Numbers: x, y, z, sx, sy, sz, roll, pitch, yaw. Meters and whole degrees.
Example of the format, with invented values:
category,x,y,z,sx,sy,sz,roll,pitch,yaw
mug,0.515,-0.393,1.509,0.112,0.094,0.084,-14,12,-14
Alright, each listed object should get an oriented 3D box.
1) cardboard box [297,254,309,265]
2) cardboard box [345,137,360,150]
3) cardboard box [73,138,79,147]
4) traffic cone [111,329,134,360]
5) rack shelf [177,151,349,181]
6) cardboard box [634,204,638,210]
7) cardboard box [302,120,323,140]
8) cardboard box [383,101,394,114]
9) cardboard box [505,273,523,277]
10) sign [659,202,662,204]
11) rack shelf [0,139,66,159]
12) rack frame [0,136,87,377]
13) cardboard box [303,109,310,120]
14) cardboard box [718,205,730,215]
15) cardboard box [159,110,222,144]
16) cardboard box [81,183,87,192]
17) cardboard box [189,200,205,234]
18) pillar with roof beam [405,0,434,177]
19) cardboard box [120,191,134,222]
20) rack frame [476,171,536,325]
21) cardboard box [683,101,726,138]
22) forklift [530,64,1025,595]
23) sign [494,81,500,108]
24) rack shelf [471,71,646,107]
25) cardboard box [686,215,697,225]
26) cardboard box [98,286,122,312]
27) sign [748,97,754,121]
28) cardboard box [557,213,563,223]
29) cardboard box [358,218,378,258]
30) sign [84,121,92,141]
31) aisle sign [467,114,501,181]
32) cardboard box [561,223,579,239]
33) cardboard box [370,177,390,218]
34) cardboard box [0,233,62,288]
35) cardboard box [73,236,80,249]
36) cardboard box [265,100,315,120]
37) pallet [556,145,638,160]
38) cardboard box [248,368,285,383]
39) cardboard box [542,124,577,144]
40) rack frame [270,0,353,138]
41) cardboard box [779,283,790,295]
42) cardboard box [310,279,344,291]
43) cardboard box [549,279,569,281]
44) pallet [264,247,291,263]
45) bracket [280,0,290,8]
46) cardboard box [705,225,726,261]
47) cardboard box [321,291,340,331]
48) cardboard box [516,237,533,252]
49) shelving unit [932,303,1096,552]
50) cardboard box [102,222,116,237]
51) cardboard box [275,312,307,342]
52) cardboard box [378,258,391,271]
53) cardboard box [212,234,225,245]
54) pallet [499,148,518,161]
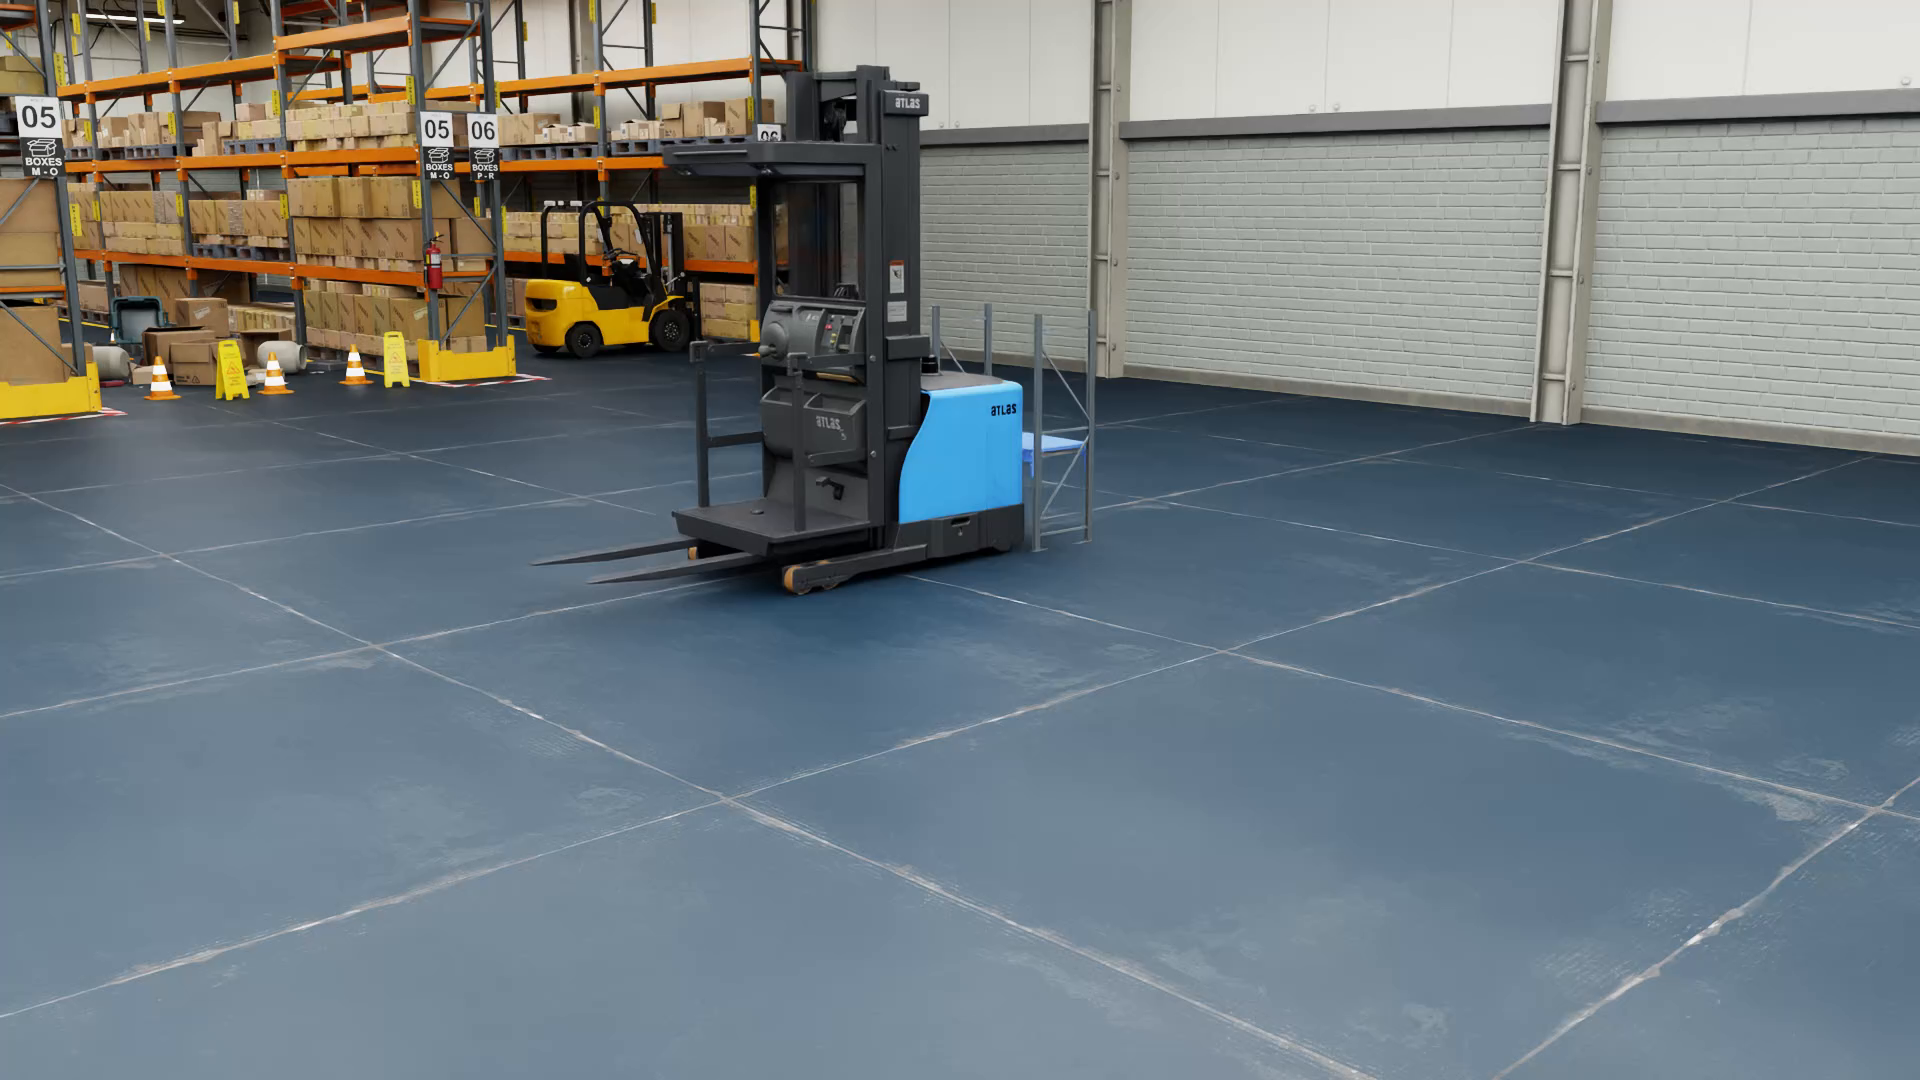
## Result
category,x,y,z,sx,sy,sz,roll,pitch,yaw
cardboard box,-8.855,-3.856,22.817,0.380,0.149,0.250,-11,16,-43
cardboard box,-7.620,-5.063,21.243,0.380,0.149,0.250,-11,16,-43
cardboard box,-15.221,-6.925,28.993,0.380,0.149,0.250,-10,16,-41
traffic cone,-11.633,-2.716,22.949,0.336,0.463,0.334,-11,16,-43
rack shelf,-10.222,-5.479,24.419,1.077,0.370,4.000,-11,16,-43
cardboard box,-4.820,-5.125,25.761,0.380,0.149,0.250,-11,16,-44
cardboard box,-8.372,-5.435,22.059,0.500,0.250,0.500,-11,16,-43
cardboard box,-6.866,-5.309,20.458,0.380,0.149,0.250,-11,16,-43
cardboard box,-8.151,-4.765,30.150,0.380,0.149,0.250,-10,15,-40
sign,-4.853,-5.302,26.873,0.100,0.325,0.005,-11,16,-43
rack shelf,-10.970,-4.190,18.166,1.077,0.370,4.000,-11,16,-43
rack frame,-9.589,-2.782,16.979,1.000,3.000,0.127,-11,16,-43
cardboard box,-8.483,-5.641,22.073,0.250,0.149,0.380,11,16,43
cardboard box,-3.284,-4.780,24.085,0.380,0.149,0.250,-10,16,-41
cardboard box,-11.973,-6.413,25.875,0.637,0.503,0.797,11,16,42
cardboard box,-15.265,-6.220,29.336,0.380,0.149,0.250,-11,16,-43
cardboard box,-11.460,-4.956,25.508,0.500,0.500,0.500,11,16,44
pillar with roof beam,-13.721,-8.495,29.845,9.100,9.000,0.400,-11,16,-43
cardboard box,-13.554,-5.528,27.583,0.500,0.500,0.500,11,16,44
rack frame,-8.016,-5.346,29.426,1.000,3.000,0.127,-11,16,-43
cardboard box,-3.608,-6.145,24.335,0.700,0.500,0.500,-11,16,-42
forklift,-1.030,-1.245,9.691,3.031,2.935,1.130,-10,15,-40
sign,-5.686,-5.459,20.375,0.100,0.325,0.005,-11,16,-43
rack shelf,-6.635,-7.444,27.516,1.077,0.370,4.000,-11,16,-43
cardboard box,-3.837,-4.740,24.631,0.380,0.149,0.250,-11,16,-42
cardboard box,-14.722,-4.295,29.633,0.875,0.438,0.875,-11,16,-43
sign,-2.893,-5.969,23.017,0.100,0.325,0.005,-11,16,-43
cardboard box,-6.385,-5.293,27.312,0.250,0.149,0.380,11,16,44
cardboard box,-7.338,-3.869,21.271,0.500,0.500,0.500,-11,16,-43
sign,-14.766,-6.921,28.160,0.100,0.325,0.005,-11,16,-43
aisle sign,-5.812,-4.794,20.302,0.394,0.787,0.004,-11,16,-43
cardboard box,-6.138,-5.044,27.091,0.500,0.250,0.500,11,16,44
cardboard box,-6.933,-4.290,20.835,0.700,0.500,0.500,-11,16,-42
cardboard box,-9.878,-2.903,17.196,0.875,0.550,0.550,-11,16,-43
cardboard box,-15.588,-5.464,29.752,0.500,0.500,0.500,-11,16,-43
cardboard box,-9.333,-5.983,23.176,0.500,0.250,0.500,-10,16,-41
pallet,-5.872,-6.264,26.925,1.217,0.209,0.805,11,16,43
cardboard box,-8.444,-2.000,20.248,0.380,0.149,0.250,-3,12,-13
cardboard box,-6.460,-6.626,27.138,0.500,0.311,0.500,11,16,43
rack frame,-8.841,-7.008,22.627,1.000,3.000,0.127,-11,16,-43
cardboard box,-2.686,-3.624,24.361,0.500,0.250,0.500,-11,16,-43
cardboard box,-8.586,-3.463,22.596,0.380,0.149,0.250,-11,16,-42
cardboard box,-6.673,-4.103,28.237,0.625,0.625,0.875,11,16,43
pallet,-9.264,-4.108,23.891,1.003,0.211,1.213,-11,16,-43
bracket,-14.721,-11.624,36.110,0.235,0.232,0.430,-11,16,-43
cardboard box,-3.373,-4.340,24.293,0.500,0.500,0.500,-10,15,-41
cardboard box,-8.251,-3.096,22.420,0.500,0.500,0.500,-10,15,-40
cardboard box,-7.182,-5.025,28.241,0.500,0.250,0.500,11,16,43
shelving unit,0.338,-0.771,10.935,0.538,1.500,1.048,-9,15,-39
cardboard box,-14.266,-5.305,28.361,0.500,0.250,0.500,11,16,44
cardboard box,-9.205,-3.065,23.825,0.950,0.372,0.625,-11,16,-42
cardboard box,-7.108,-3.483,21.007,0.380,0.149,0.250,-11,16,-42
cardboard box,-11.012,-4.528,25.036,0.380,0.149,0.250,-11,16,-42
pallet,-7.483,-6.636,28.722,1.213,0.211,1.003,-10,15,-40
